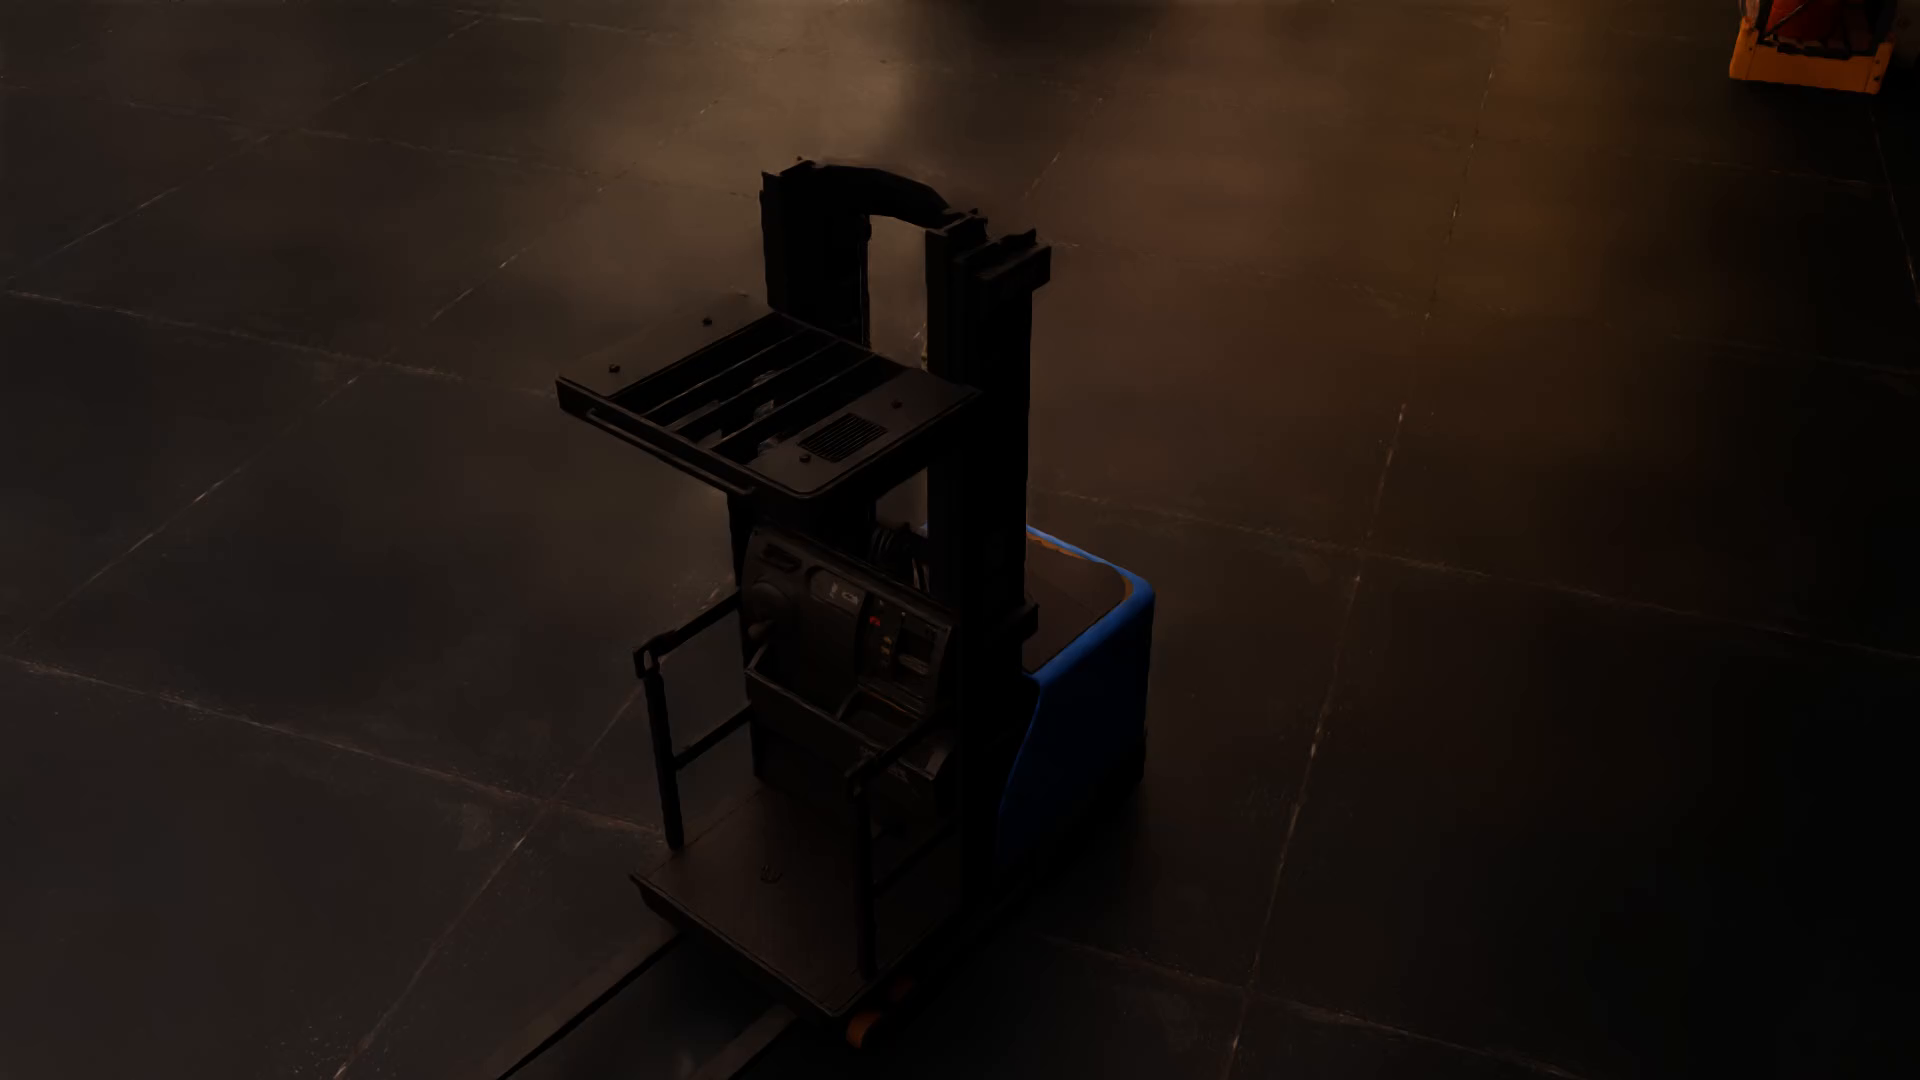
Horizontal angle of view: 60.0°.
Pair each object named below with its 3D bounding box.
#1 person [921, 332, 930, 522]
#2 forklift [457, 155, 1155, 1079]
[{"bbox_3d":[-0.003,-0.648,8.175,0.405,1.604,0.311,12,37,16],"label":"person"},{"bbox_3d":[-0.539,0.329,5.647,1.130,2.935,3.031,25,43,31],"label":"forklift"}]
